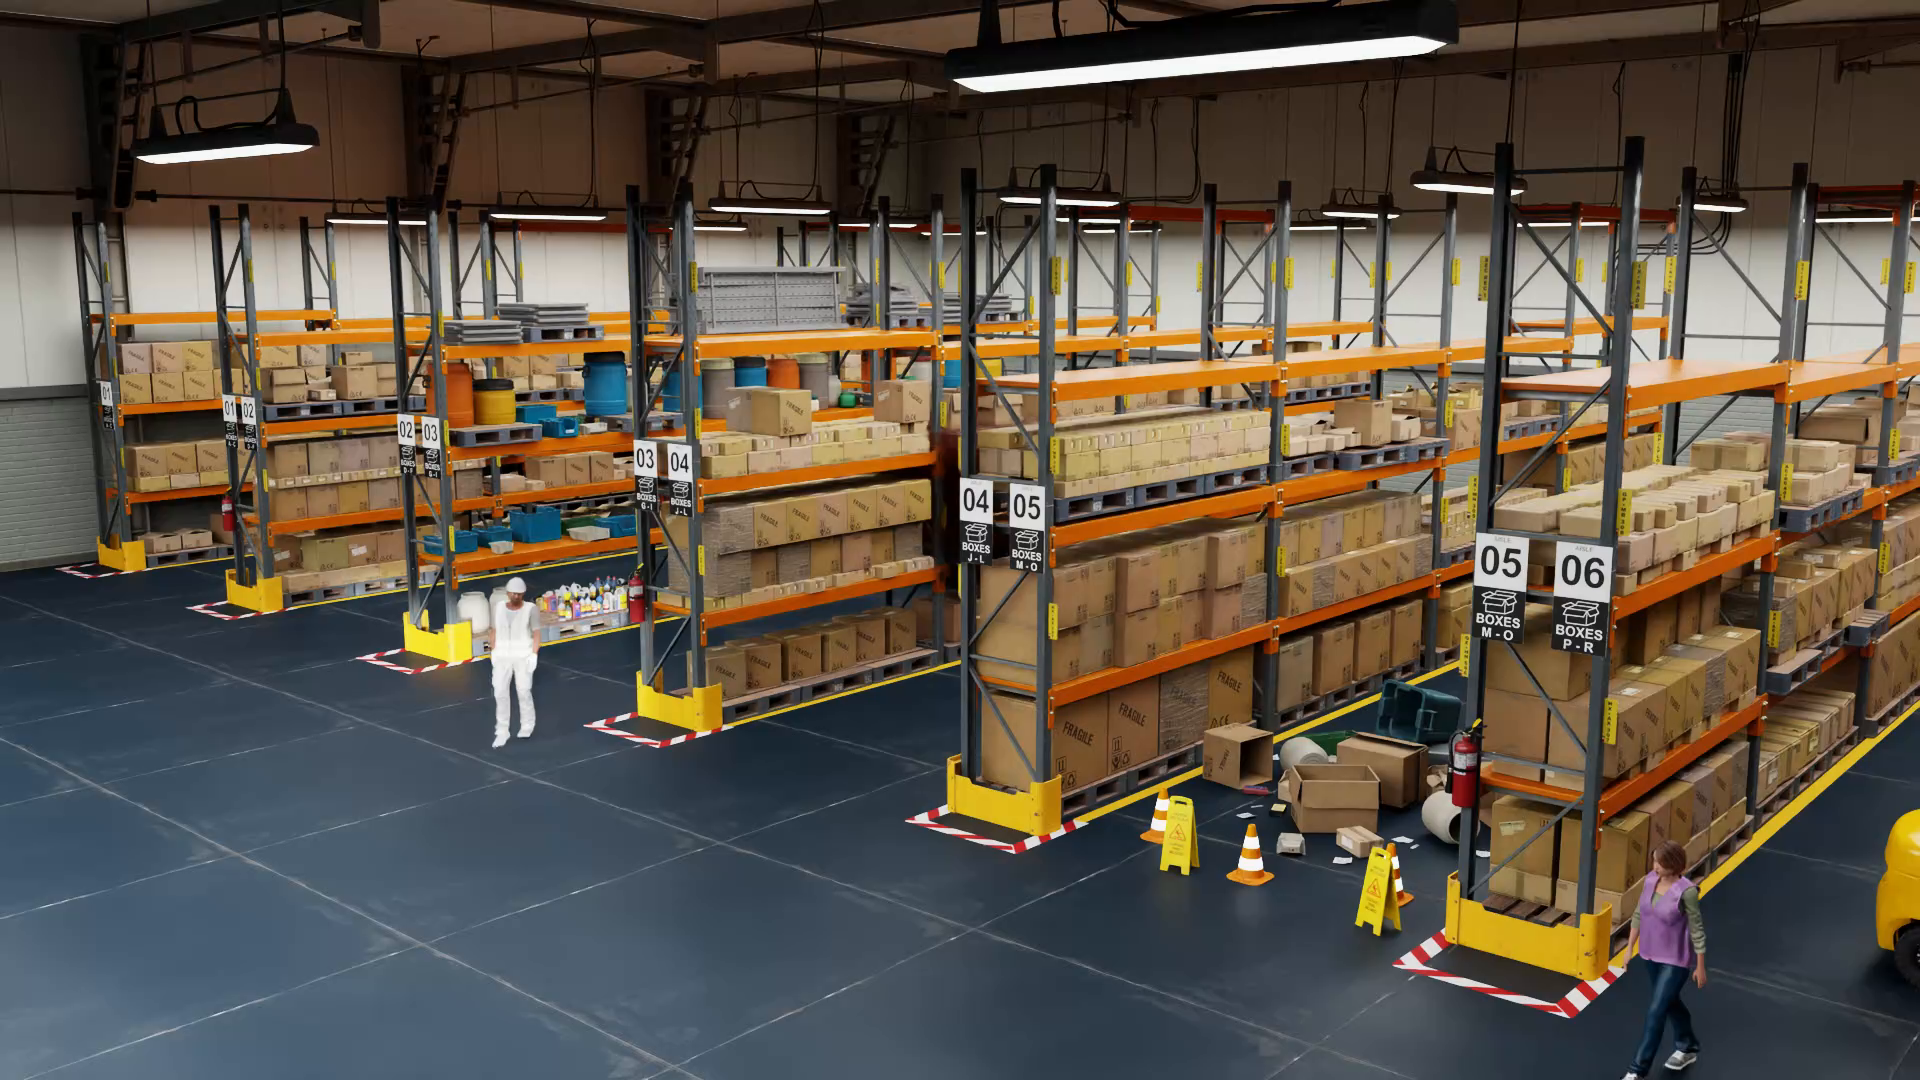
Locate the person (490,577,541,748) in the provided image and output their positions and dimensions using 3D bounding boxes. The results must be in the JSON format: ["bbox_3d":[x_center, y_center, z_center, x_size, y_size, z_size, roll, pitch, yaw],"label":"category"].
[{"bbox_3d":[-4.852,1.329,18.062,0.580,1.835,0.592,0,9,-1],"label":"person"}]

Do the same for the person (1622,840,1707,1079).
[{"bbox_3d":[4.401,2.659,10.506,0.894,1.556,0.468,-4,10,-21],"label":"person"}]
